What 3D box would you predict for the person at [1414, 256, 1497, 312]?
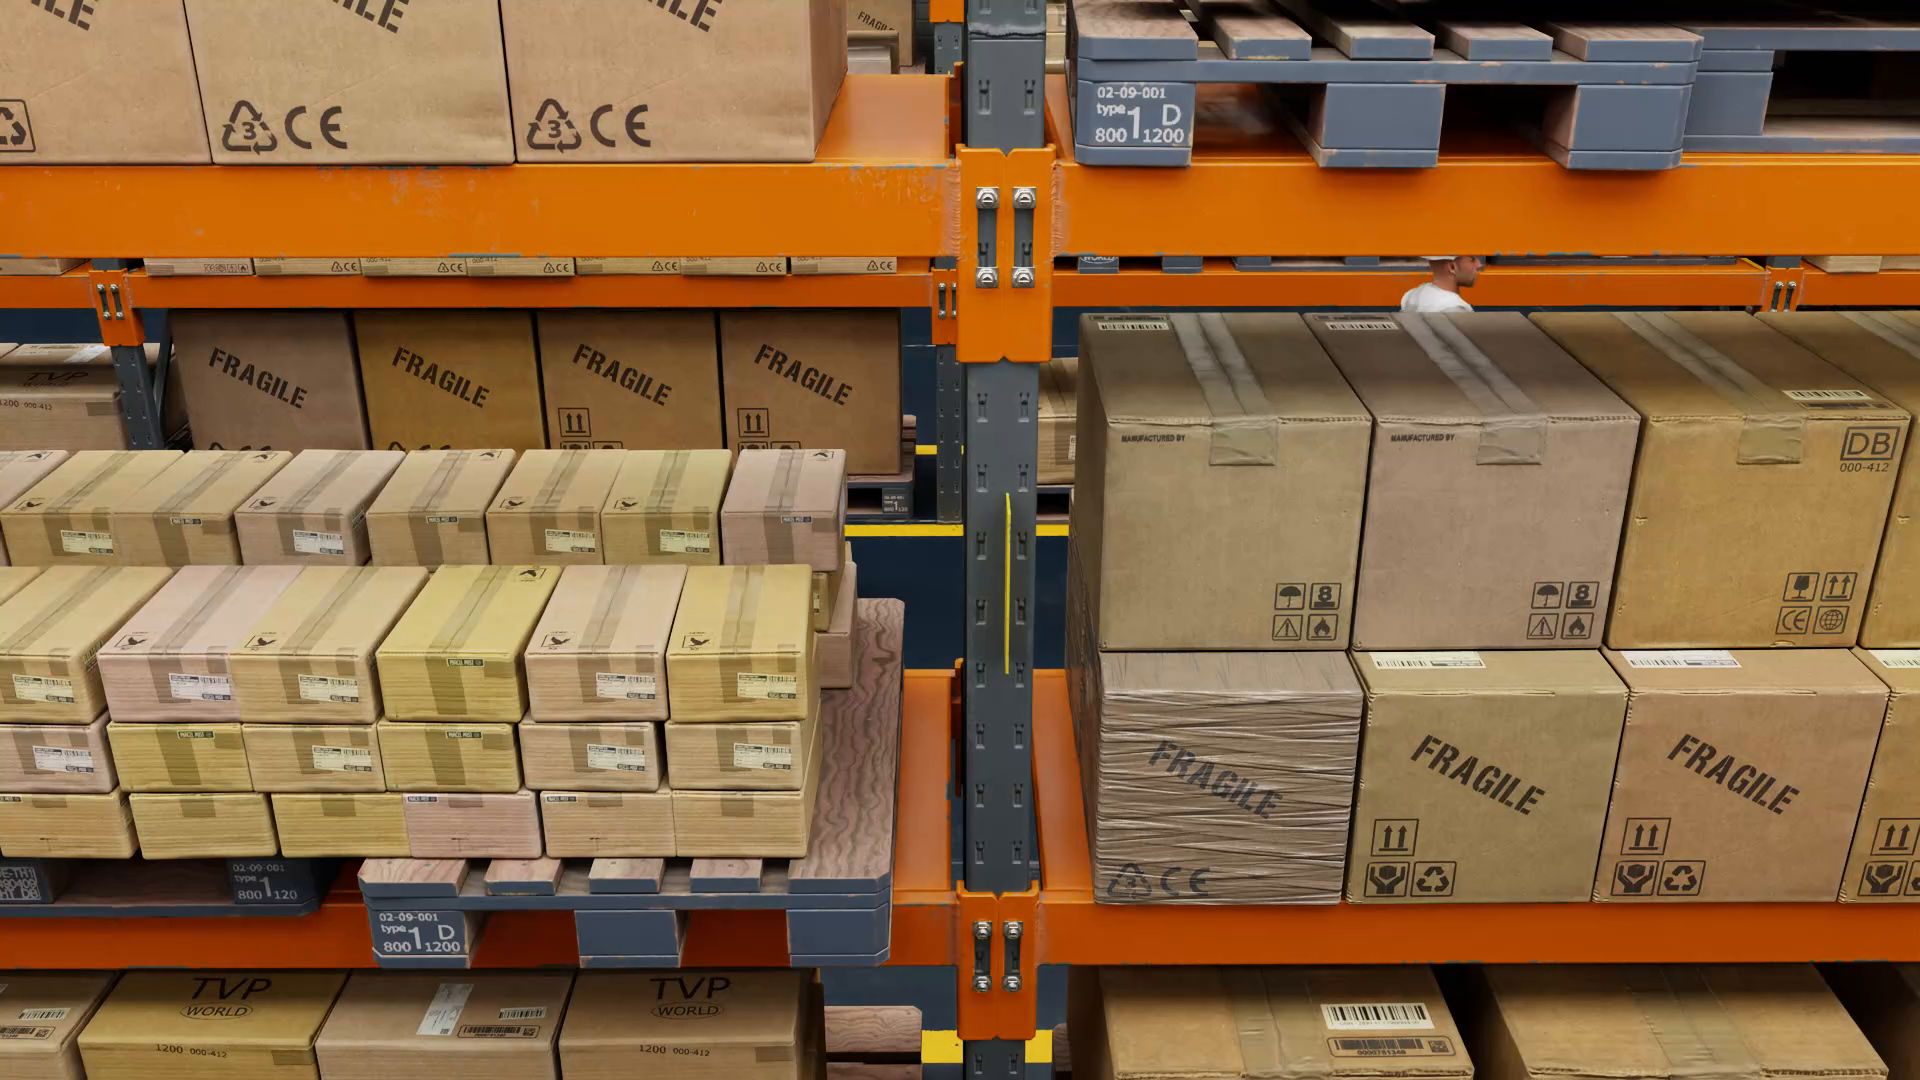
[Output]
[{"bbox_3d":[2.184,-0.477,7.103,0.540,1.783,0.562,-3,24,-6],"label":"person"}]
